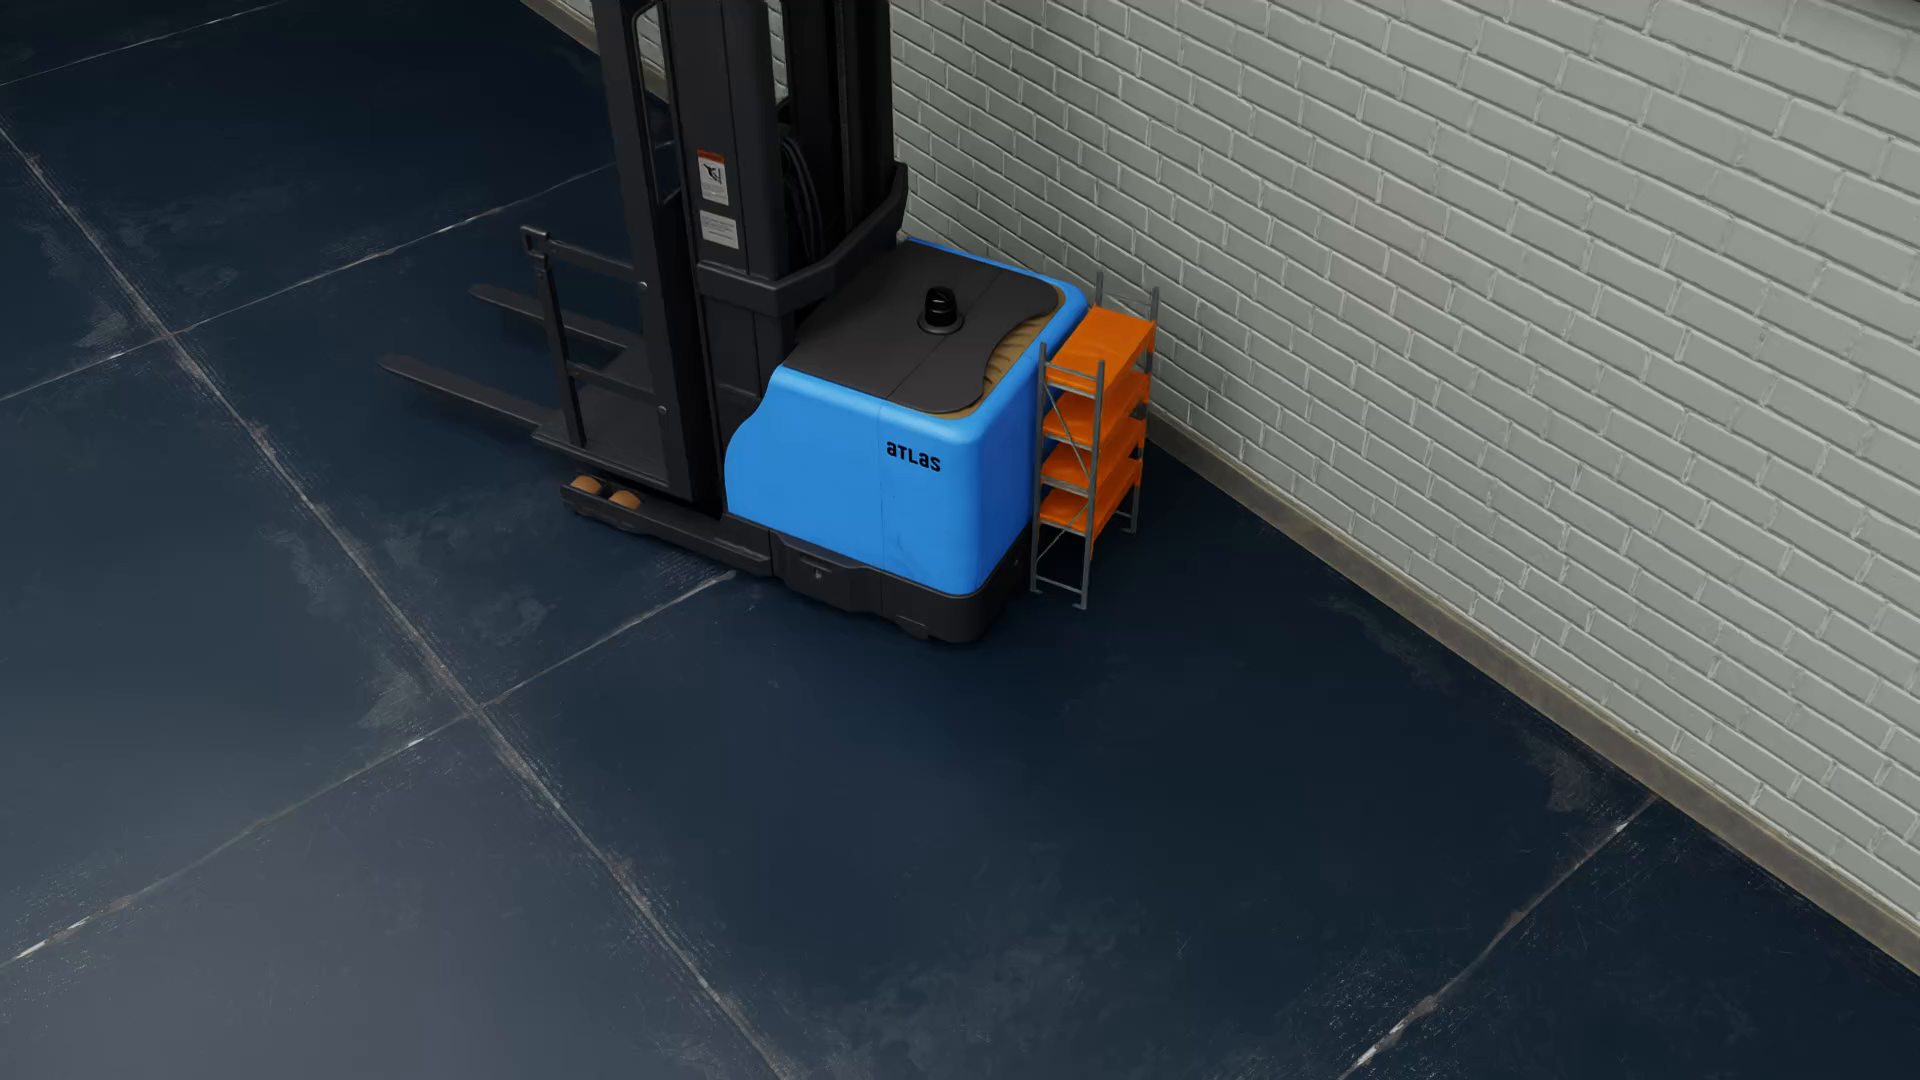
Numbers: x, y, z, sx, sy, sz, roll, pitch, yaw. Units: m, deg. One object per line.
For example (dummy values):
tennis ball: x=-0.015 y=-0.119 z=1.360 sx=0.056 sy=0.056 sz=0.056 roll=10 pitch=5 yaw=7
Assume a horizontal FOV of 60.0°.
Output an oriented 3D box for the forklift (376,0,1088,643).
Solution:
forklift: x=-1.056 y=-1.404 z=6.104 sx=3.031 sy=2.935 sz=1.130 roll=20 pitch=47 yaw=20

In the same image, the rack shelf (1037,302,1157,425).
rack shelf: x=0.496 y=-0.640 z=5.981 sx=0.258 sy=0.148 sz=0.480 roll=19 pitch=47 yaw=19

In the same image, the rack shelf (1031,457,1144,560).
rack shelf: x=0.496 y=-0.160 z=6.432 sx=0.258 sy=0.148 sz=0.480 roll=19 pitch=47 yaw=19

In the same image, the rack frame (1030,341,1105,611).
rack frame: x=0.384 y=-0.205 z=6.092 sx=0.240 sy=1.200 sz=0.015 roll=19 pitch=47 yaw=19

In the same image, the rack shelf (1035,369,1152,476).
rack shelf: x=0.496 y=-0.467 z=6.143 sx=0.258 sy=0.148 sz=0.480 roll=19 pitch=47 yaw=19

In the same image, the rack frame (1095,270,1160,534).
rack frame: x=0.607 y=-0.502 z=6.408 sx=0.240 sy=1.200 sz=0.015 roll=19 pitch=47 yaw=19

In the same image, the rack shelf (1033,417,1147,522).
rack shelf: x=0.496 y=-0.304 z=6.296 sx=0.258 sy=0.148 sz=0.480 roll=19 pitch=47 yaw=19

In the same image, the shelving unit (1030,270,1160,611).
shelving unit: x=0.496 y=-0.353 z=6.250 sx=0.258 sy=1.200 sz=0.503 roll=19 pitch=47 yaw=19
